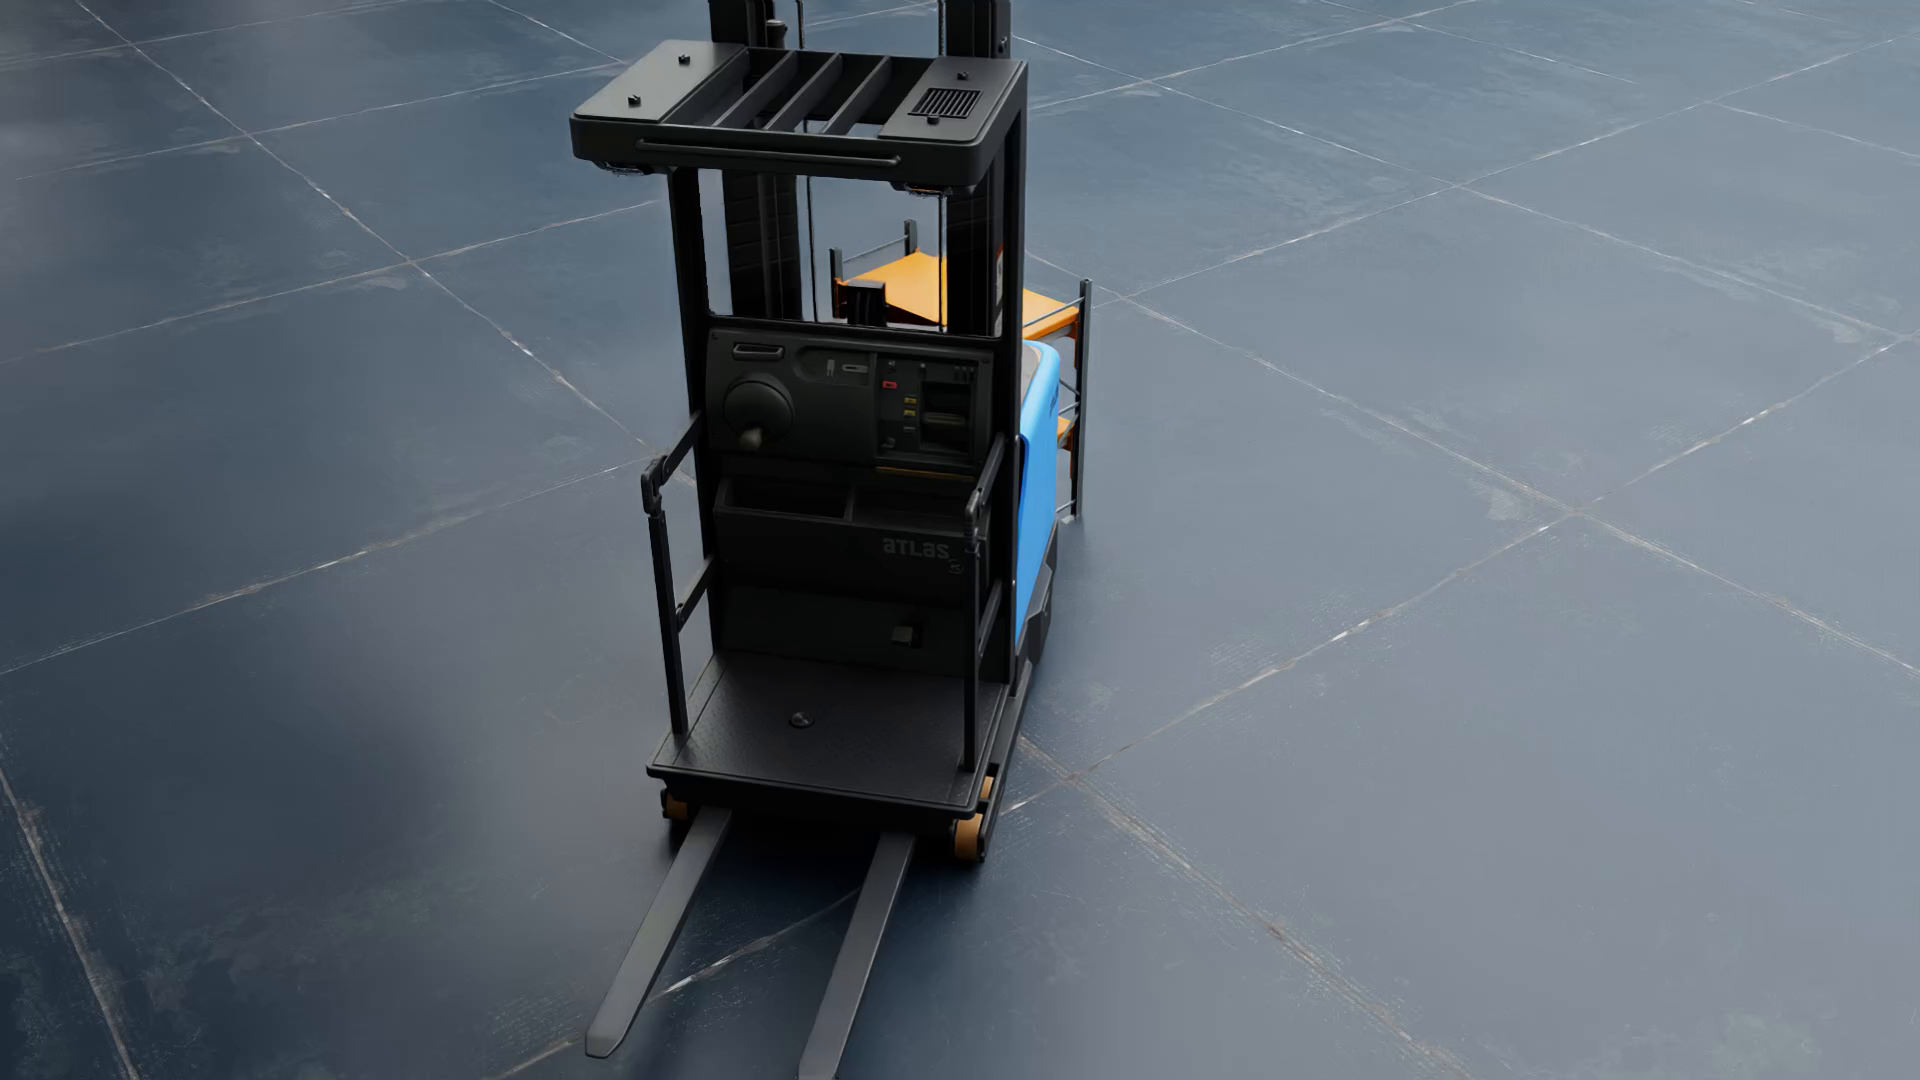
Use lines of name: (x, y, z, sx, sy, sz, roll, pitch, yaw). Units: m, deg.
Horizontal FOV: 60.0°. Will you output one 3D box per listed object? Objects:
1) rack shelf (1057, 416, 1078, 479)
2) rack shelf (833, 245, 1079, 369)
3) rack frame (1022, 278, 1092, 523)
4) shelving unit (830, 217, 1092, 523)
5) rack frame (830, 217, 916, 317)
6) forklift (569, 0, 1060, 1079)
rack shelf: (-0.008, -0.478, 7.417, 1.000, 0.278, 0.538, 26, 40, 36)
rack shelf: (-0.008, -0.935, 7.134, 1.000, 0.278, 0.538, 26, 40, 36)
rack frame: (0.362, -0.502, 6.993, 0.032, 1.125, 0.500, 26, 40, 36)
shelving unit: (-0.008, -0.686, 7.288, 1.048, 1.125, 0.538, 26, 40, 36)
rack frame: (-0.379, -0.870, 7.584, 0.032, 1.125, 0.500, 26, 40, 36)
forklift: (-0.397, -0.392, 5.104, 1.130, 2.935, 3.031, 6, 32, 10)
